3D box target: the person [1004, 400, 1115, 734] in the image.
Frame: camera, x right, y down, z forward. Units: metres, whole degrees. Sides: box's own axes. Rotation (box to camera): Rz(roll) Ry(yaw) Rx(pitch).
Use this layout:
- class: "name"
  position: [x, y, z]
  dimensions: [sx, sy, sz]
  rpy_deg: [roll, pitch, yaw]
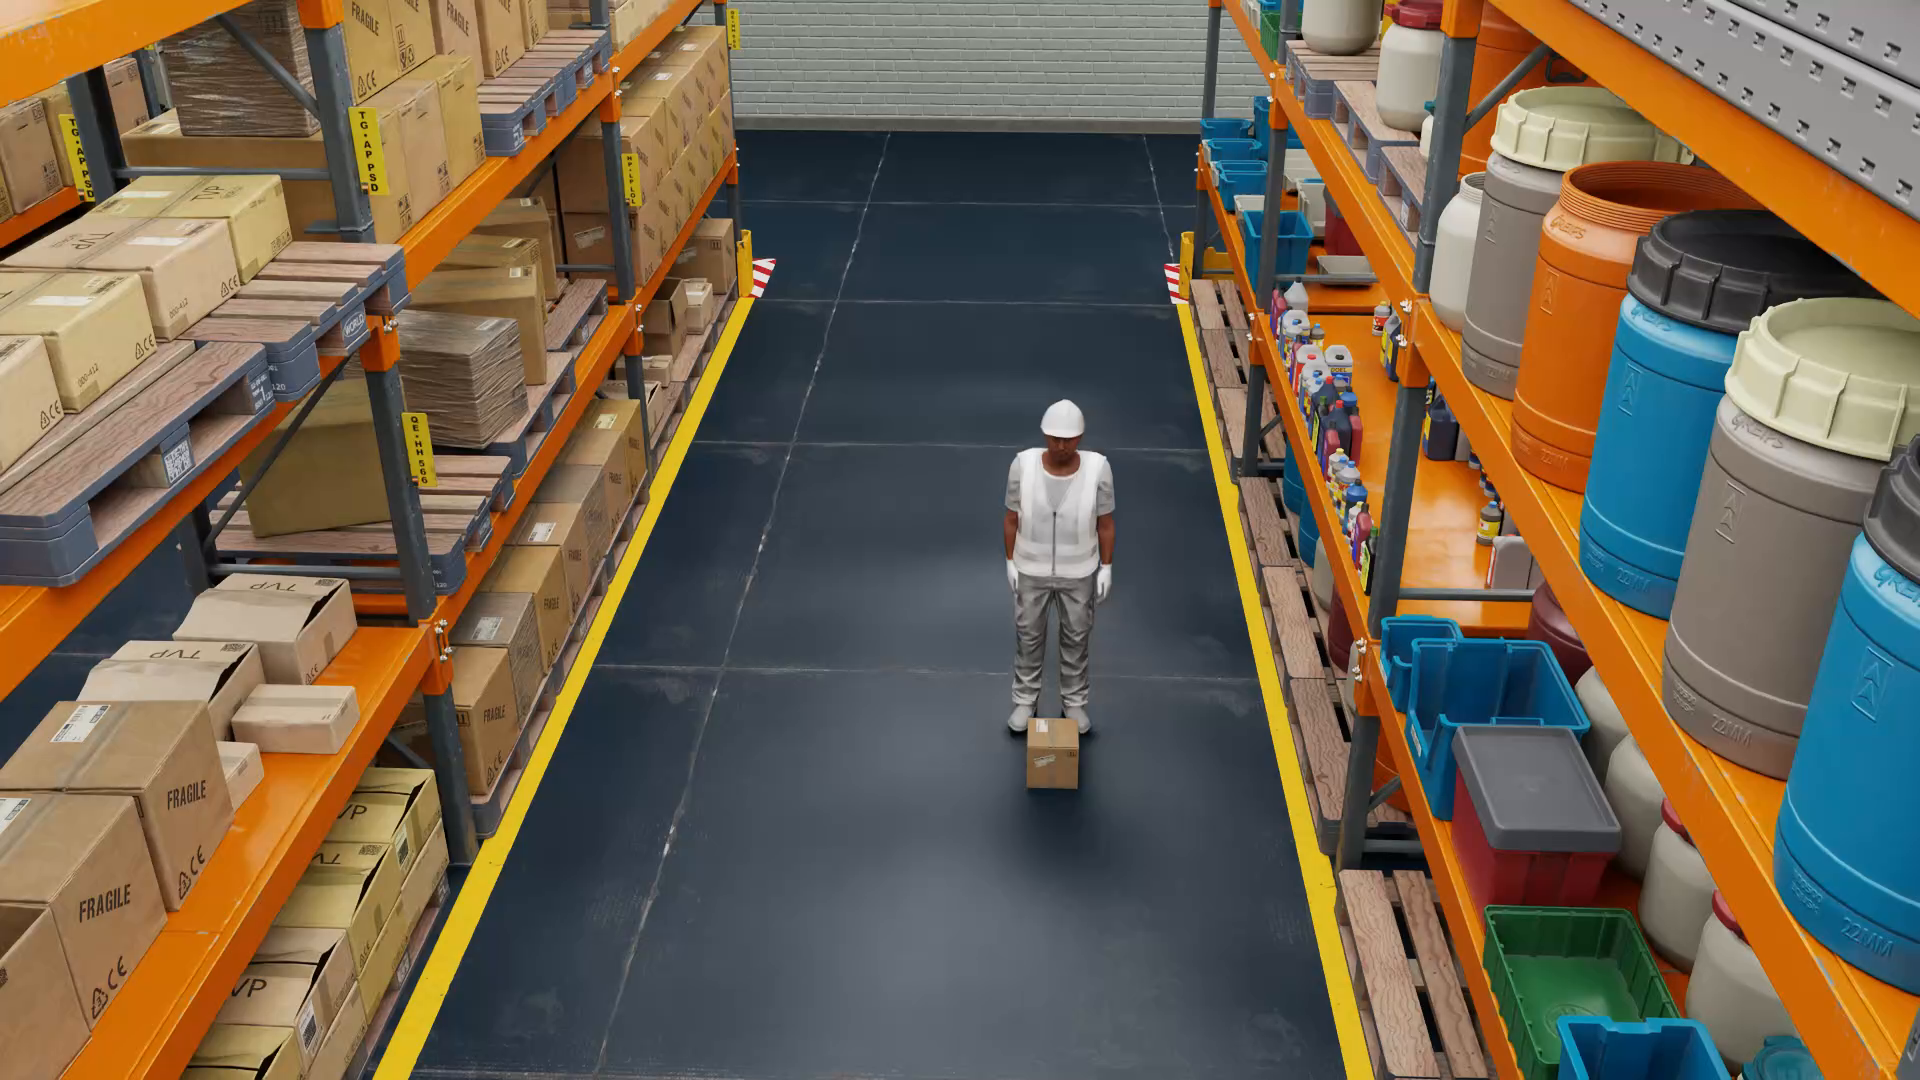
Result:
- class: "person"
  position: [0.490, 0.143, 8.312]
  dimensions: [0.551, 1.786, 0.358]
  rpy_deg: [2, 28, 5]
